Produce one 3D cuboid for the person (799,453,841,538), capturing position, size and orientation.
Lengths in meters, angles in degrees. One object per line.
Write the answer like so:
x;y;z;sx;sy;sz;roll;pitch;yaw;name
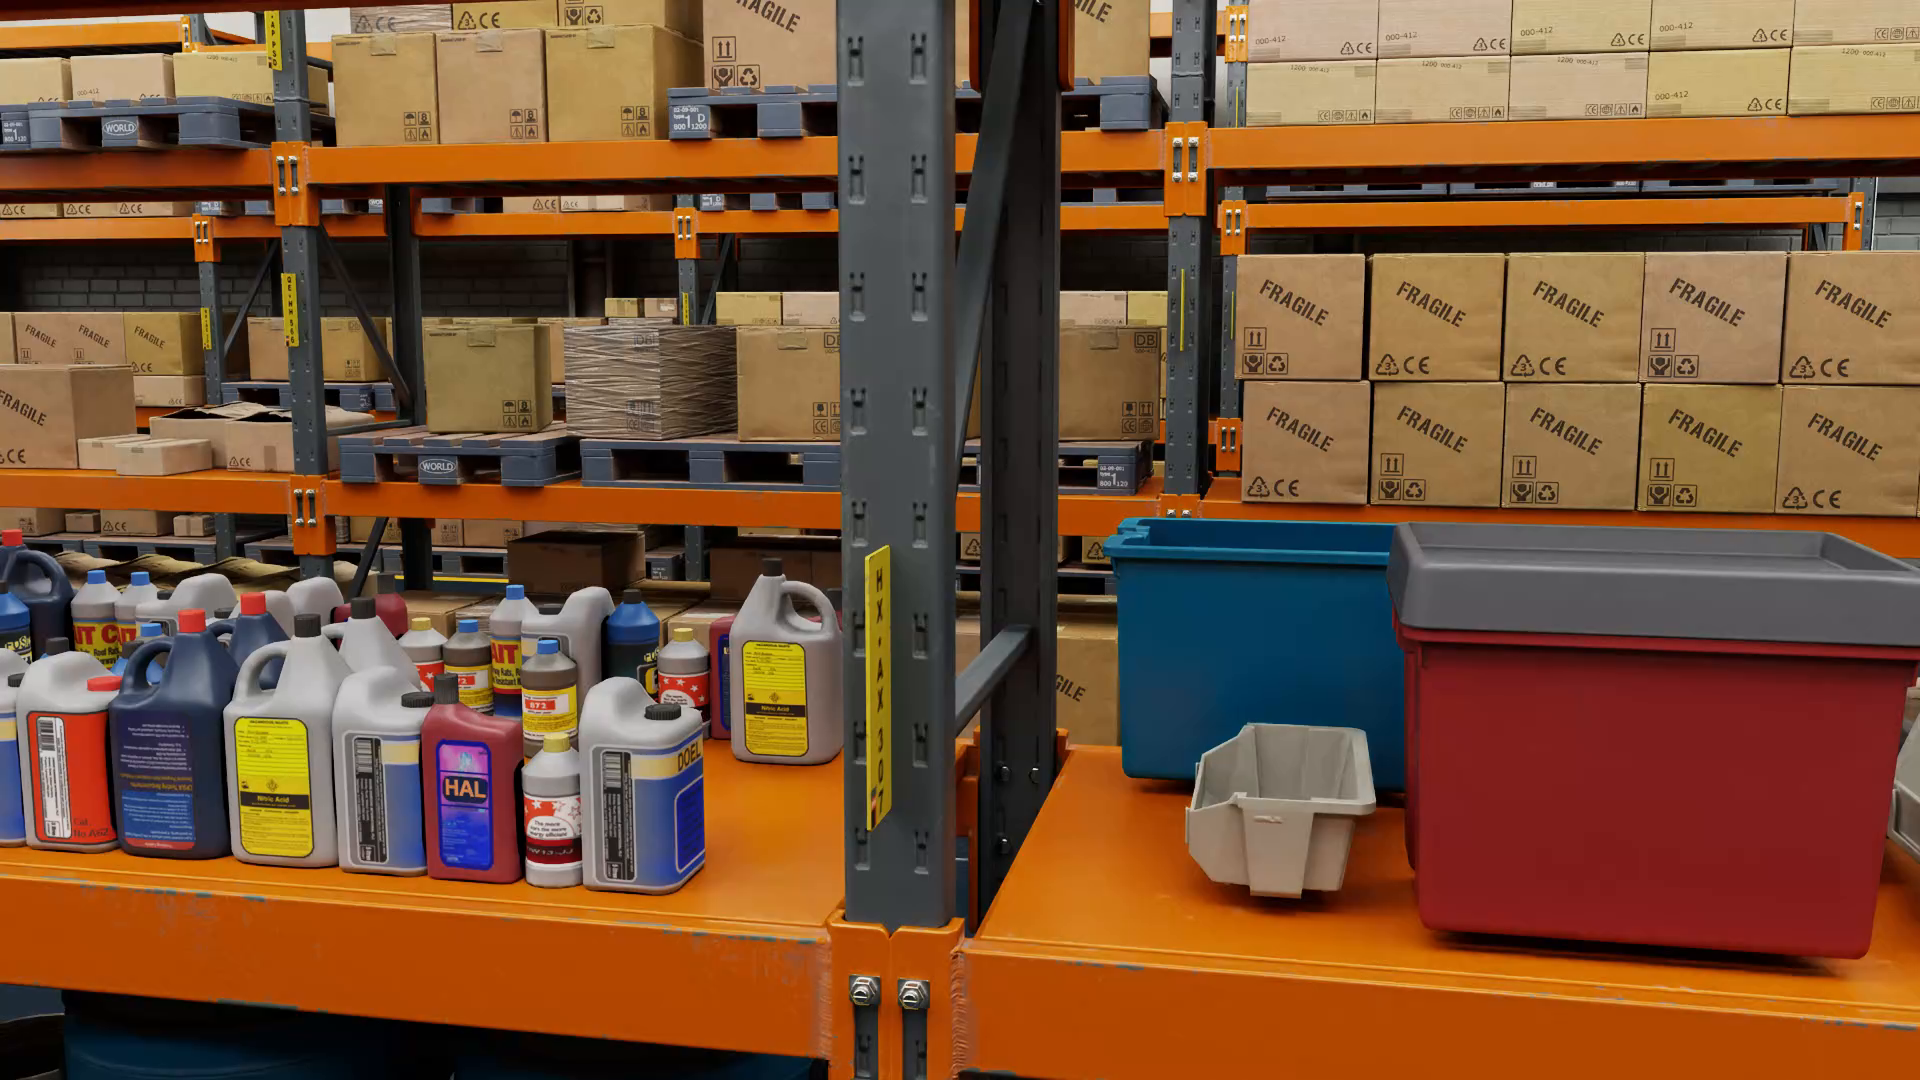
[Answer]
-0.659;-0.117;9.746;0.584;1.720;0.461;1;8;10;person
